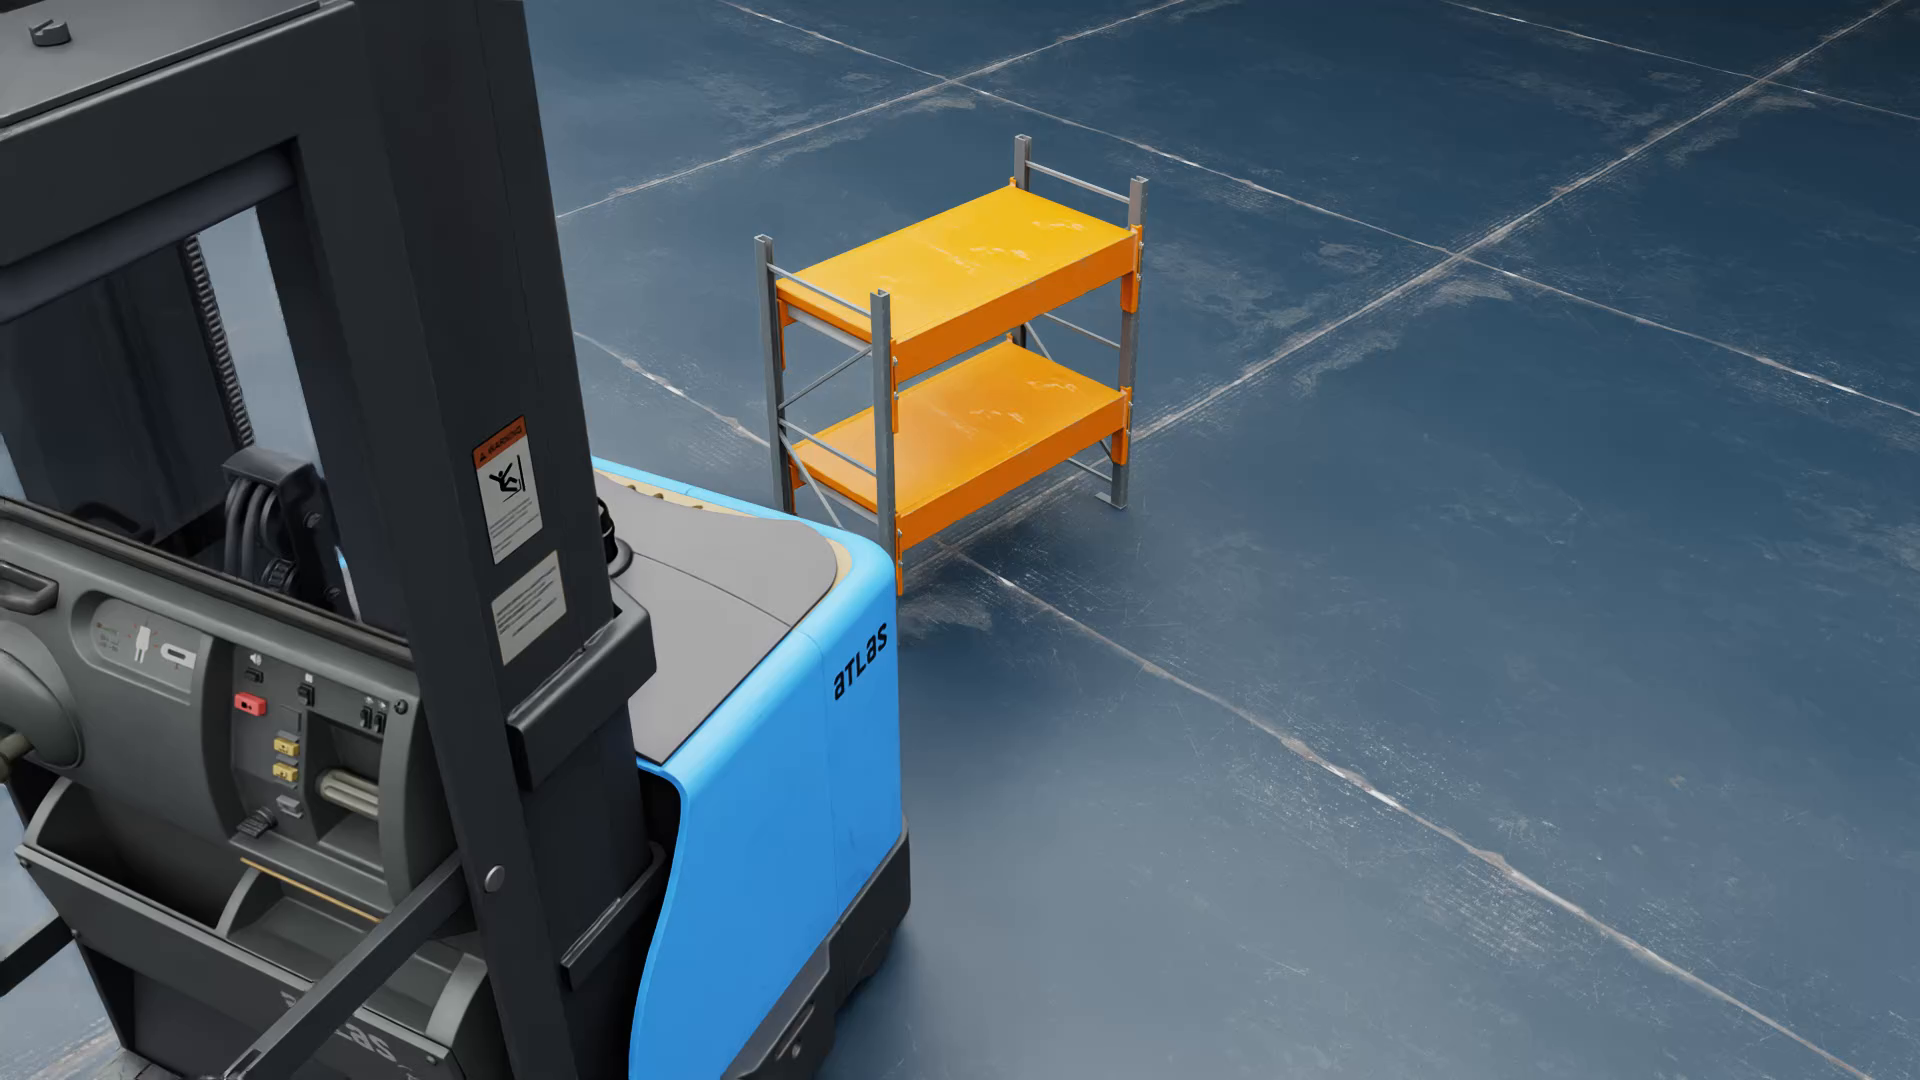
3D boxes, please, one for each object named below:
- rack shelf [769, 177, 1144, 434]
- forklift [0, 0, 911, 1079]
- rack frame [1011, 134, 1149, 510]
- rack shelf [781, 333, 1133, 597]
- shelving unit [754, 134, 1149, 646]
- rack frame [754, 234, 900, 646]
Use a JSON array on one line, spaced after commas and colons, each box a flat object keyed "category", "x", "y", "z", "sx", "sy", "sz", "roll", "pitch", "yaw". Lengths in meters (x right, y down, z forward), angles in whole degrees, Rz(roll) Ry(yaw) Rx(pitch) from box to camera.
[{"category": "rack shelf", "x": -0.005, "y": -0.699, "z": 4.757, "sx": 0.538, "sy": 0.278, "sz": 1.000, "roll": 30, "pitch": 45, "yaw": 35}, {"category": "forklift", "x": -1.233, "y": 0.313, "z": 2.238, "sx": 1.130, "sy": 2.935, "sz": 3.031, "roll": 16, "pitch": 38, "yaw": 22}, {"category": "rack frame", "x": 0.353, "y": -0.665, "z": 5.220, "sx": 0.500, "sy": 1.125, "sz": 0.032, "roll": 30, "pitch": 45, "yaw": 35}, {"category": "rack shelf", "x": -0.005, "y": -0.258, "z": 5.064, "sx": 0.538, "sy": 0.278, "sz": 1.000, "roll": 30, "pitch": 45, "yaw": 35}, {"category": "shelving unit", "x": -0.005, "y": -0.459, "z": 4.924, "sx": 0.538, "sy": 1.125, "sz": 1.048, "roll": 30, "pitch": 45, "yaw": 35}, {"category": "rack frame", "x": -0.363, "y": -0.252, "z": 4.628, "sx": 0.500, "sy": 1.125, "sz": 0.032, "roll": 30, "pitch": 45, "yaw": 35}]
